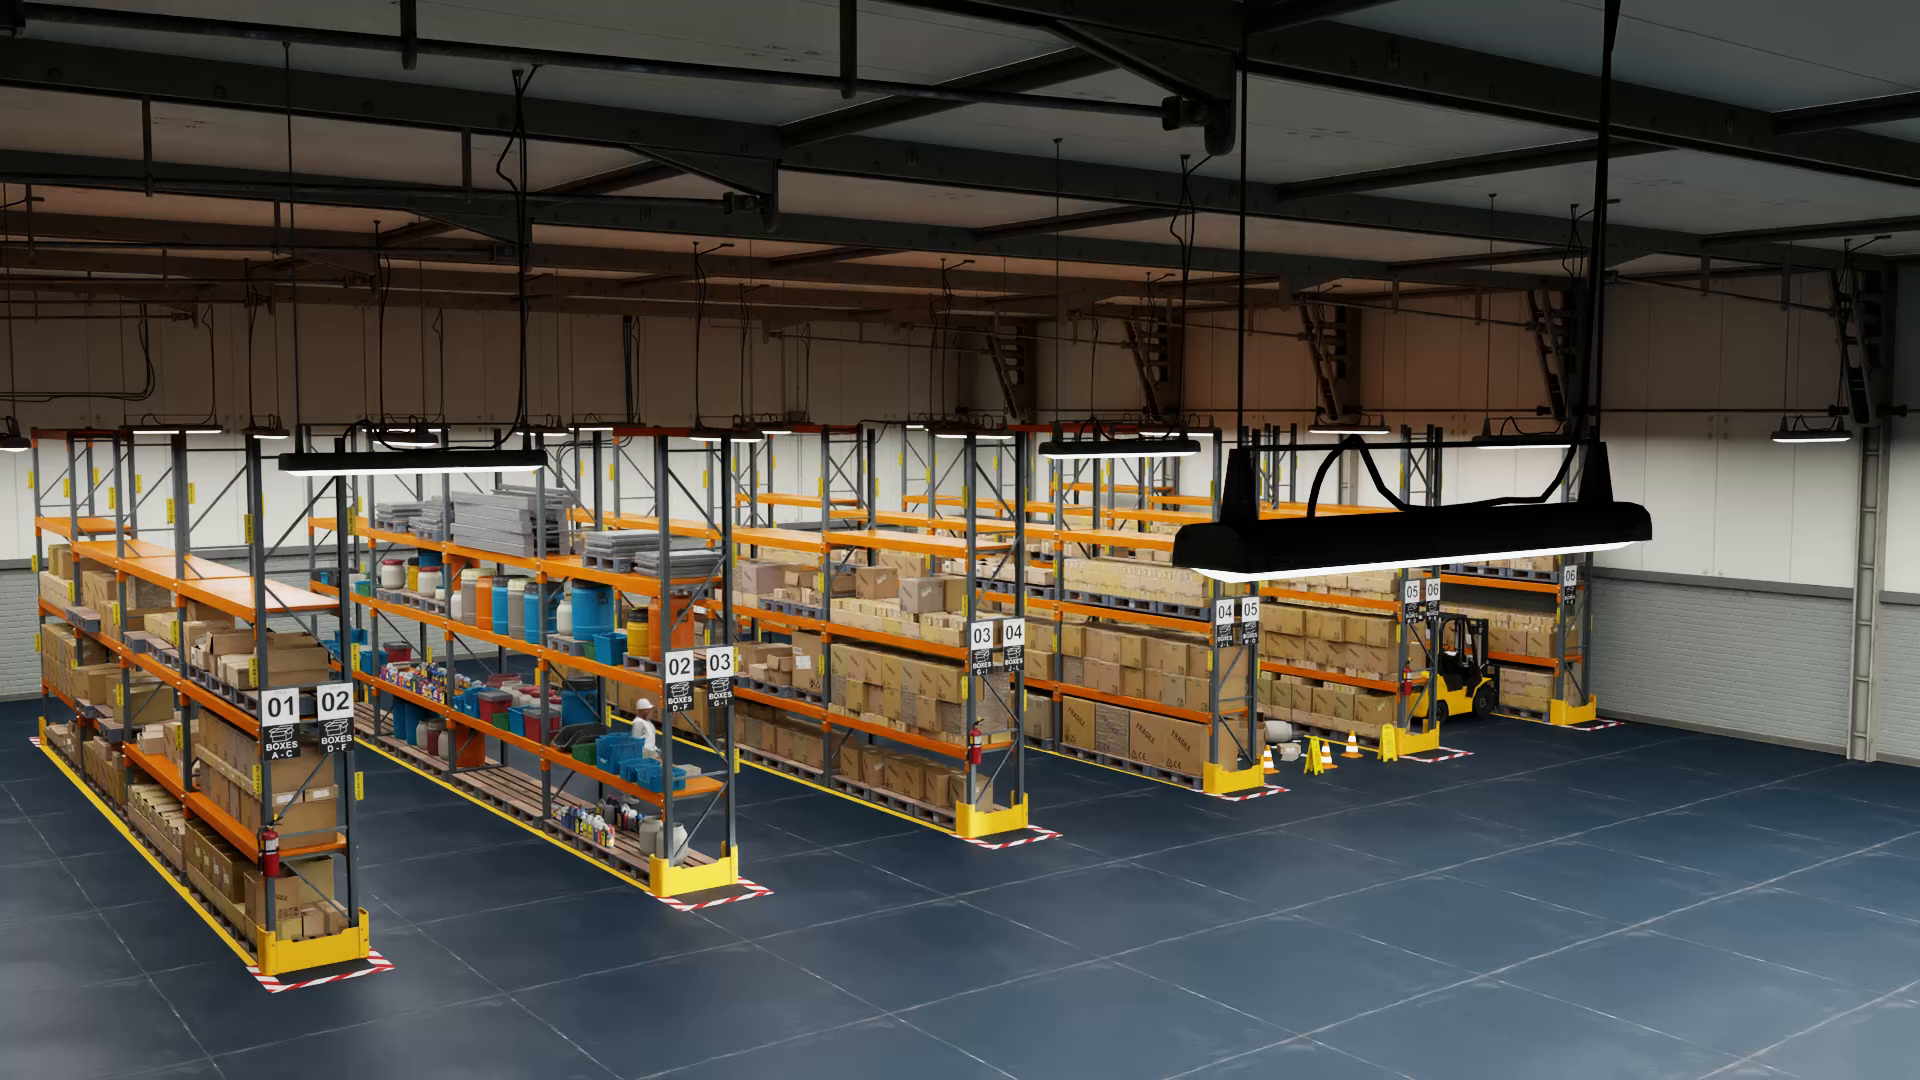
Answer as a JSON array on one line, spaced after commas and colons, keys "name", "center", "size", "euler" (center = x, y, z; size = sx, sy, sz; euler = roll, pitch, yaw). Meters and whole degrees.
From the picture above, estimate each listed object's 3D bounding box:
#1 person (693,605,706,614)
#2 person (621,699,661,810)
[{"name": "person", "center": [-6.945, 2.031, 43.715], "size": [0.518, 1.725, 1.067], "euler": [-1, 5, -7]}, {"name": "person", "center": [-4.980, 3.391, 26.395], "size": [0.890, 1.770, 0.599], "euler": [0, 4, 0]}]
